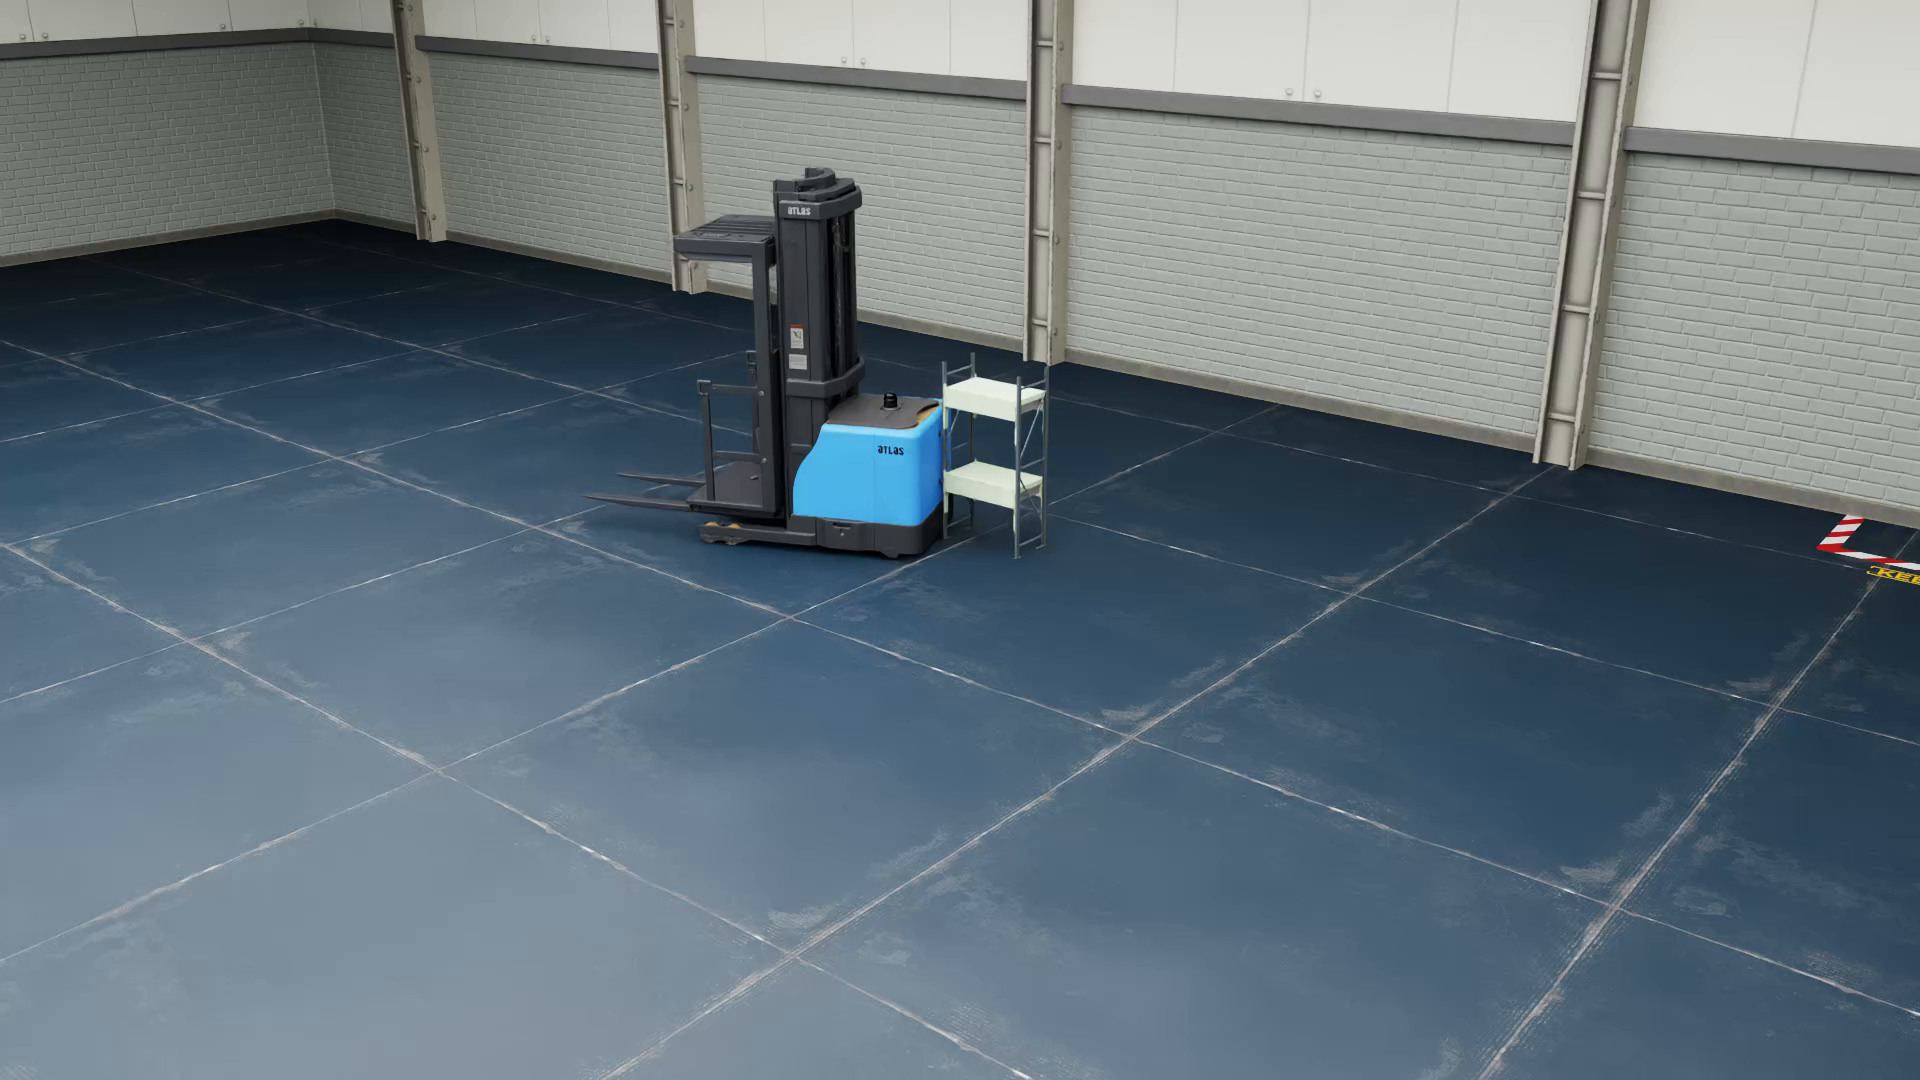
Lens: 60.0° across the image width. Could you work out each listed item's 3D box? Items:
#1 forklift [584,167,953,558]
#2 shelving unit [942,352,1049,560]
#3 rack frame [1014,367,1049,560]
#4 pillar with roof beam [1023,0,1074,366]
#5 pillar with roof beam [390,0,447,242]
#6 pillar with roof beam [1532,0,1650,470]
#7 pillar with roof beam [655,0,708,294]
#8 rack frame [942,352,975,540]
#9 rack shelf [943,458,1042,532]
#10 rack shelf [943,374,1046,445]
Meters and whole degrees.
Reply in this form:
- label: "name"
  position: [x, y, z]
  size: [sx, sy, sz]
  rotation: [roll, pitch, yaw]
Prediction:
- label: "forklift"
  position: [-1.631, -1.503, 13.499]
  size: [3.031, 2.935, 1.130]
  rotation: [6, 21, 15]
- label: "shelving unit"
  position: [0.278, -0.678, 13.341]
  size: [0.755, 1.500, 0.431]
  rotation: [15, 26, 35]
- label: "rack frame"
  position: [0.566, -0.599, 13.130]
  size: [0.023, 1.500, 0.400]
  rotation: [15, 26, 35]
- label: "pillar with roof beam"
  position: [-1.750, -5.100, 14.440]
  size: [0.400, 9.000, 9.100]
  rotation: [16, 26, 36]
- label: "pillar with roof beam"
  position: [-11.047, -7.778, 21.539]
  size: [0.400, 9.000, 9.100]
  rotation: [16, 26, 36]
- label: "pillar with roof beam"
  position: [2.899, -3.762, 10.890]
  size: [0.400, 9.000, 9.100]
  rotation: [16, 26, 36]
- label: "pillar with roof beam"
  position: [-6.398, -6.439, 17.989]
  size: [0.400, 9.000, 9.100]
  rotation: [16, 26, 36]
- label: "rack frame"
  position: [-0.010, -0.758, 13.552]
  size: [0.023, 1.500, 0.400]
  rotation: [15, 26, 35]
- label: "rack shelf"
  position: [0.278, -0.373, 13.456]
  size: [0.720, 0.370, 0.431]
  rotation: [15, 26, 35]
- label: "rack shelf"
  position: [0.278, -1.043, 13.203]
  size: [0.720, 0.370, 0.431]
  rotation: [15, 26, 35]
